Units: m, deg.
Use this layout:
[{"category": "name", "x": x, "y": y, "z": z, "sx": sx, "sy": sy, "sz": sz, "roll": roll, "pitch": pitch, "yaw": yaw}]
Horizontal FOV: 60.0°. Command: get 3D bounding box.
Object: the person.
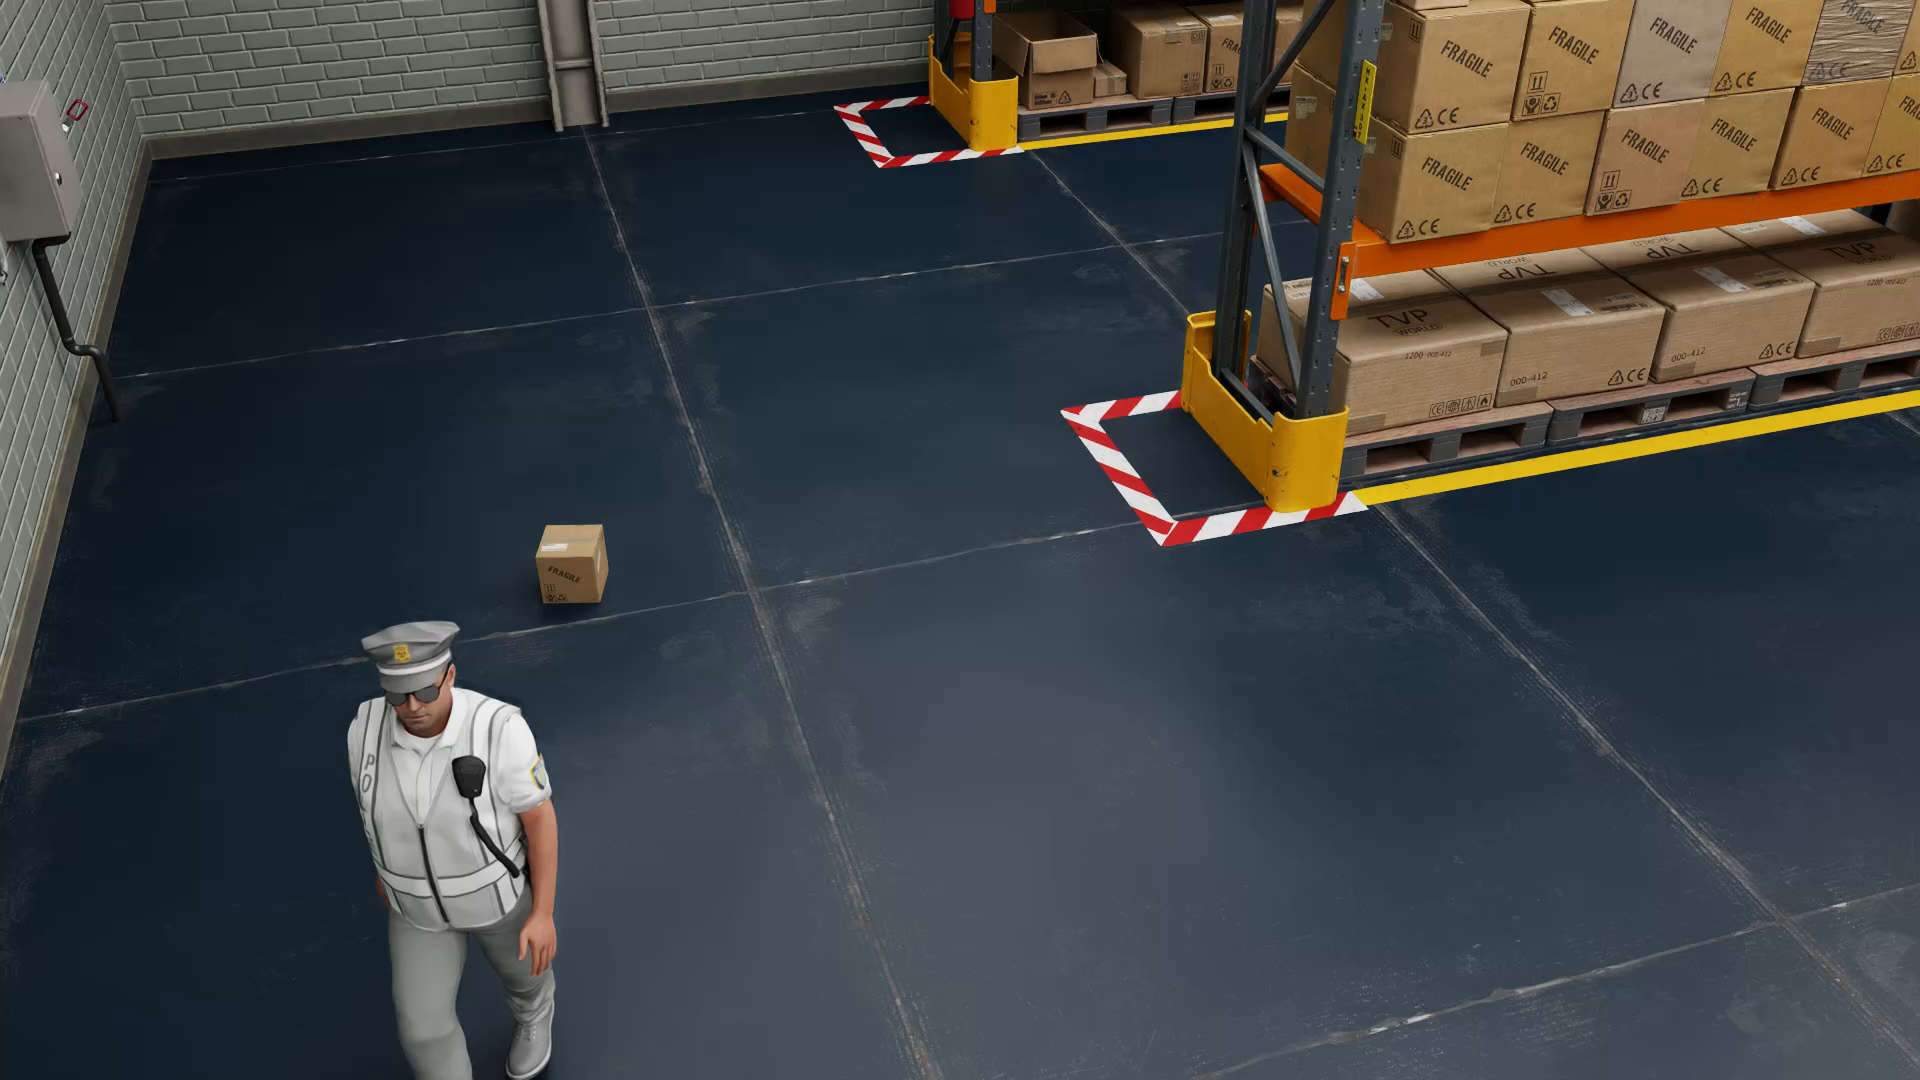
[{"category": "person", "x": -1.382, "y": 1.023, "z": 4.603, "sx": 0.578, "sy": 1.812, "sz": 0.778, "roll": -1, "pitch": 34, "yaw": -2}]
